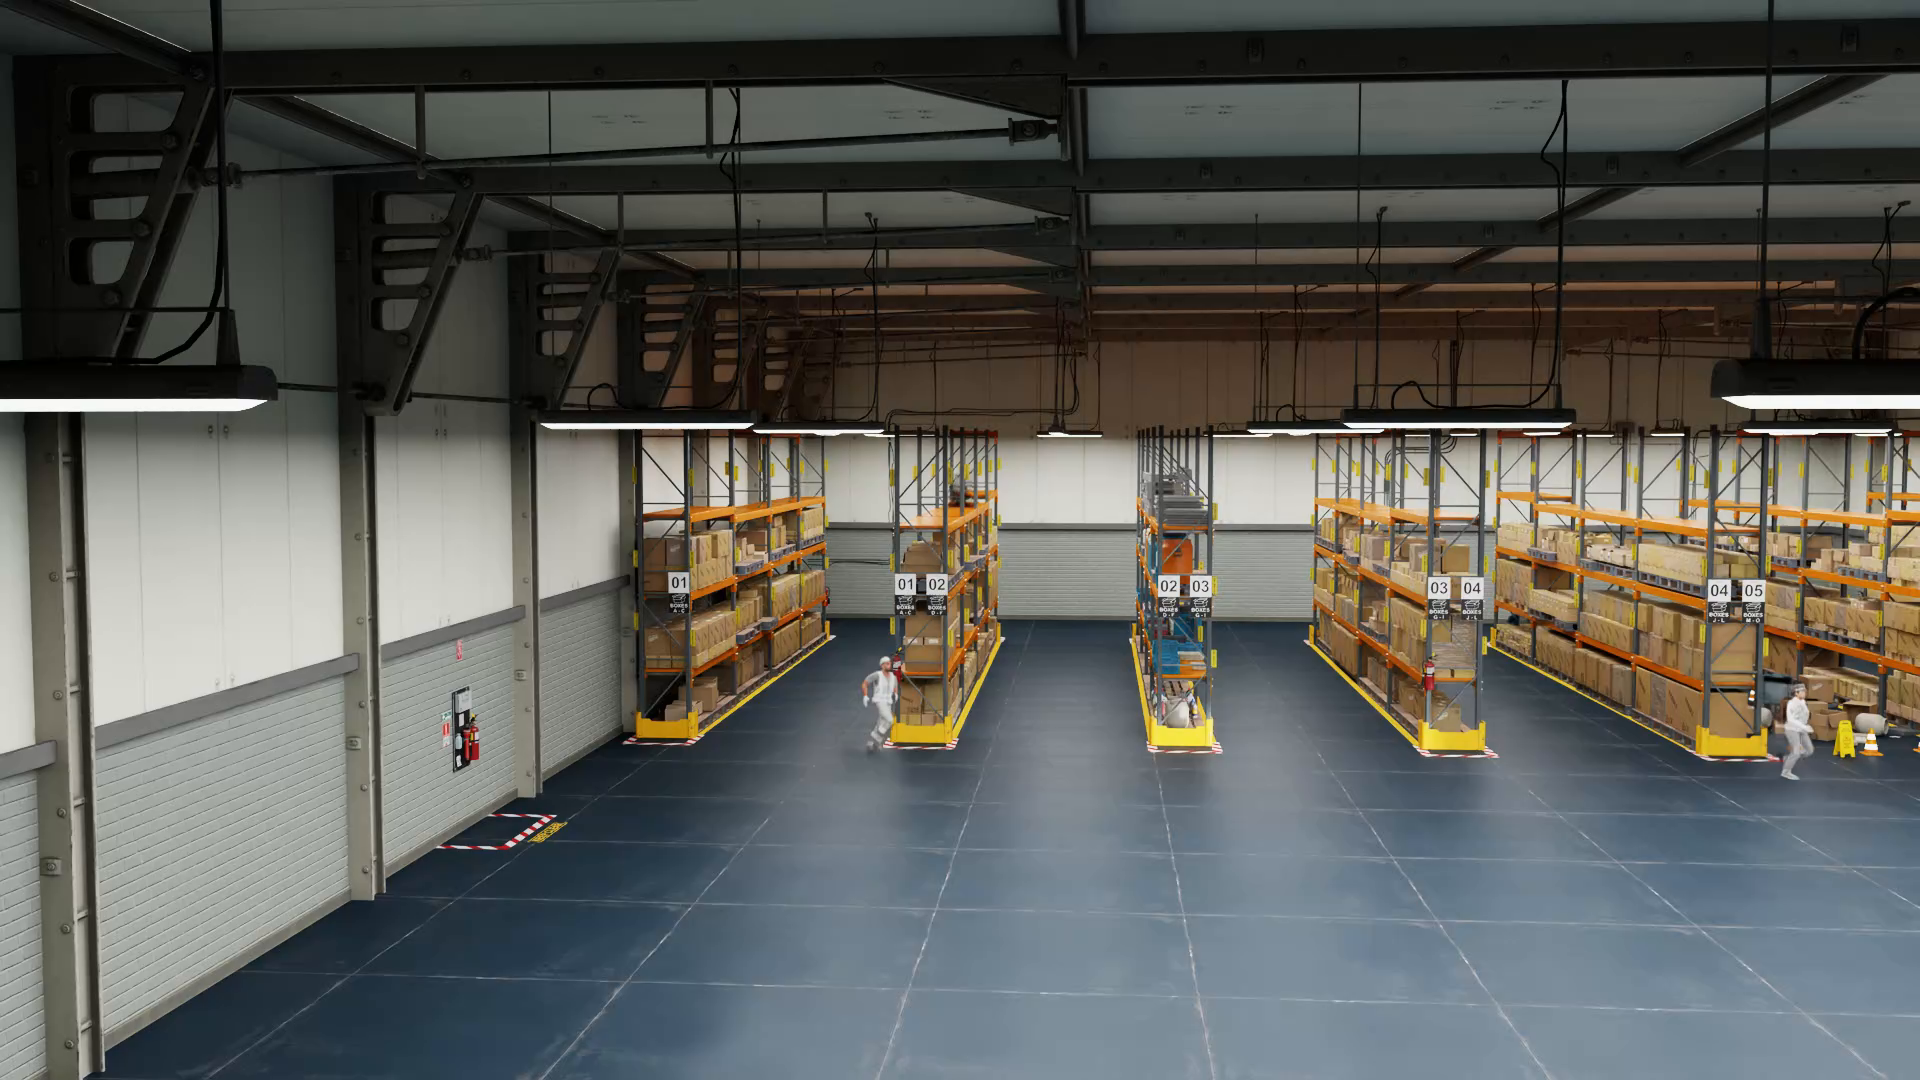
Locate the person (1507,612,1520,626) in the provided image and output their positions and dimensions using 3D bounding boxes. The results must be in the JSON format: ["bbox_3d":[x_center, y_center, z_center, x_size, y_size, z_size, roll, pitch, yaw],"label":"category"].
[{"bbox_3d":[15.878,2.060,47.614,0.941,1.569,0.547,1,3,12],"label":"person"}]

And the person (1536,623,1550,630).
[{"bbox_3d":[16.434,2.049,47.049,0.723,1.734,0.759,-3,5,-40],"label":"person"}]

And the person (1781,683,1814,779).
[{"bbox_3d":[14.143,3.219,28.032,0.599,1.644,0.578,-3,4,-37],"label":"person"}]

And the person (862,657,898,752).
[{"bbox_3d":[-1.376,3.009,30.467,0.695,1.709,0.642,-3,5,-44],"label":"person"}]
